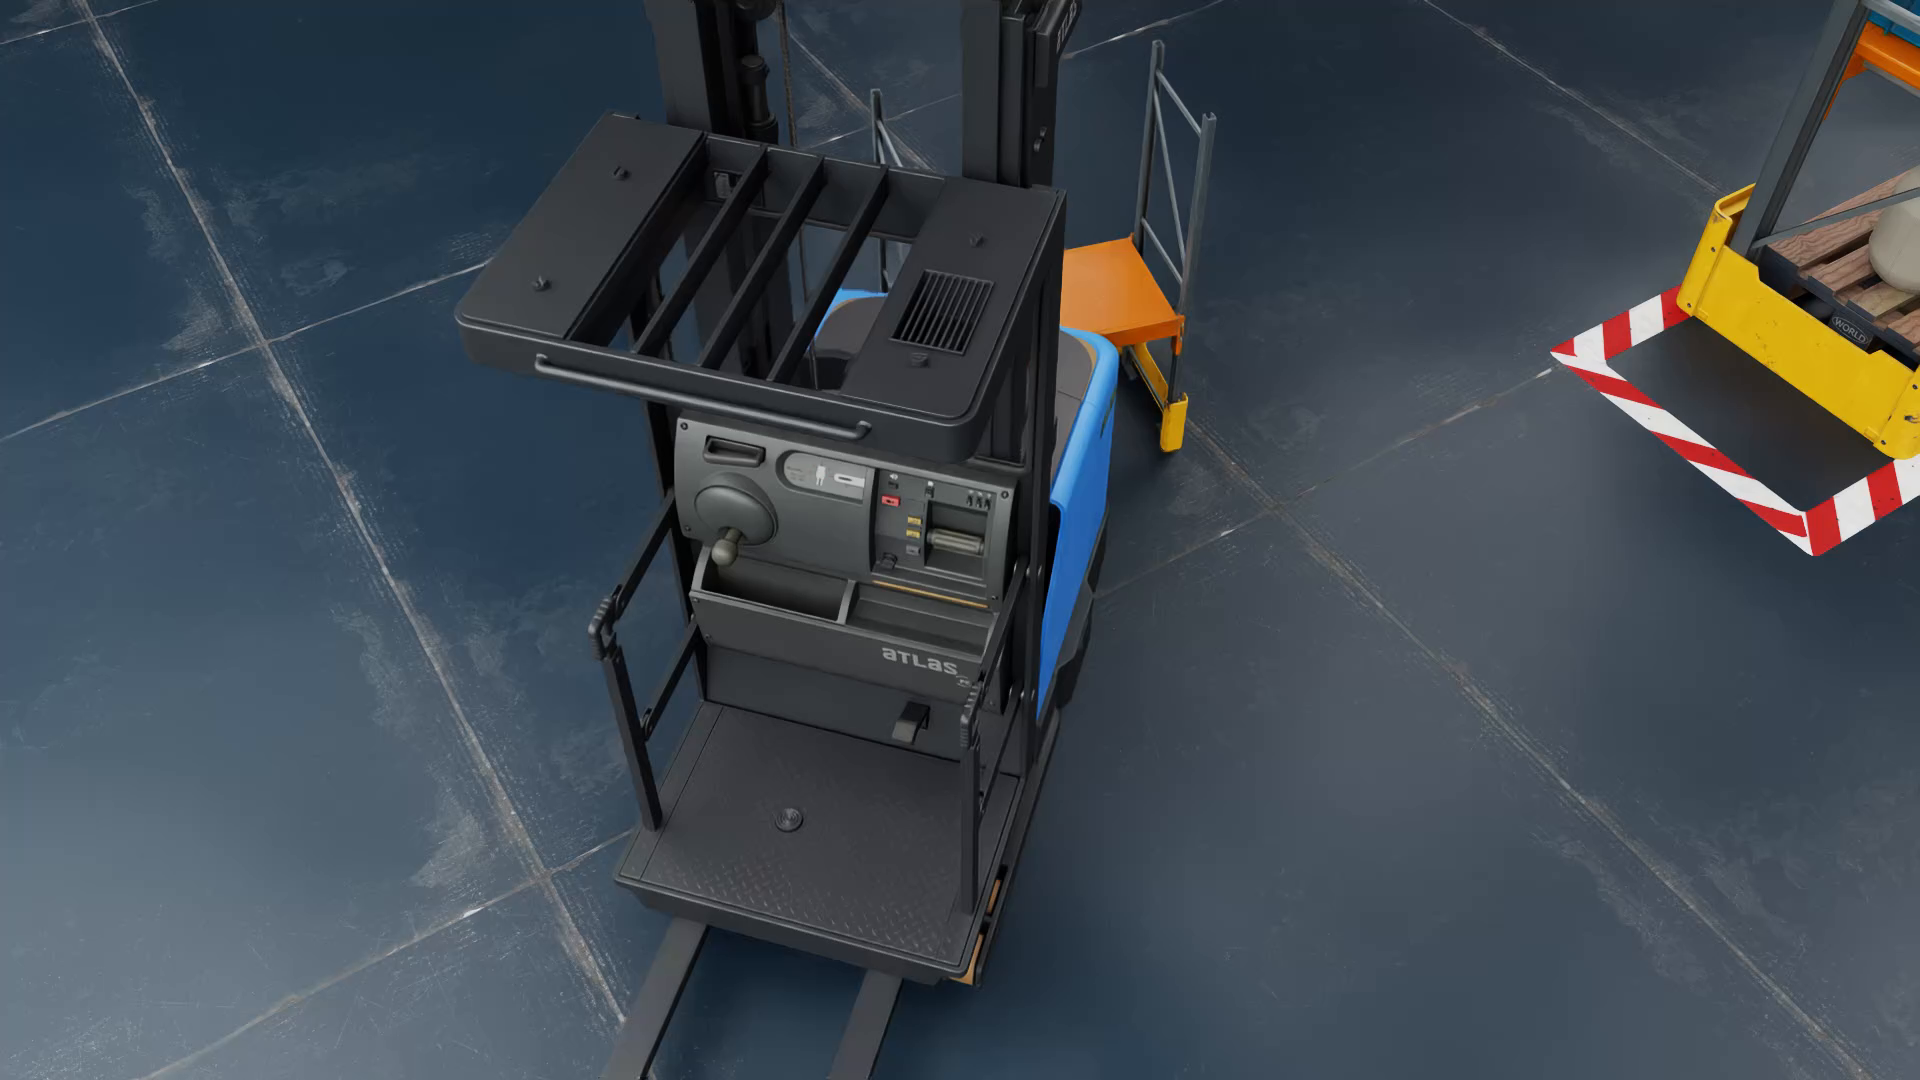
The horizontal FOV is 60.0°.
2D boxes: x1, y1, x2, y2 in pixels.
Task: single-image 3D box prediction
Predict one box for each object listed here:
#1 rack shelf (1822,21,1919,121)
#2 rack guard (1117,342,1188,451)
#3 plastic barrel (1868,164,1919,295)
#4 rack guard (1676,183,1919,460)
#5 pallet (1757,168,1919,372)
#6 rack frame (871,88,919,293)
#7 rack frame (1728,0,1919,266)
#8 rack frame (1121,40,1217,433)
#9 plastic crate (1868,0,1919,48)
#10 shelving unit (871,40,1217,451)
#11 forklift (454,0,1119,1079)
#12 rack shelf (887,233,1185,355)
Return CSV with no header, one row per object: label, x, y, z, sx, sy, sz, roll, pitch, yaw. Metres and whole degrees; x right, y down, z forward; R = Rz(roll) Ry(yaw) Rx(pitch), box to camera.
rack shelf,5.168,-2.229,6.708,4.000,0.370,1.077,-25,53,-21
rack guard,0.757,-0.647,6.659,0.087,0.250,0.587,-13,50,-11
plastic barrel,3.992,-1.294,6.779,0.421,0.512,0.421,0,48,0
rack guard,3.516,-0.900,6.717,0.348,0.500,1.175,-25,53,-21
pallet,4.205,-1.125,7.110,1.213,0.211,1.003,-25,53,-21
rack frame,-0.214,-0.840,5.994,0.032,1.500,0.500,-13,50,-11
rack frame,3.476,-1.672,5.730,0.127,3.000,1.000,-25,53,-21
rack frame,0.758,-1.063,6.193,0.032,1.500,0.500,-13,50,-11
plastic crate,3.740,-2.011,6.132,0.616,0.251,0.499,-25,53,-21
shelving unit,0.281,-0.954,6.095,1.083,1.500,0.587,-13,50,-11
forklift,-0.374,0.031,4.260,1.130,2.935,3.031,12,49,11
rack shelf,0.272,-0.832,6.228,1.000,0.185,0.538,-13,50,-11
